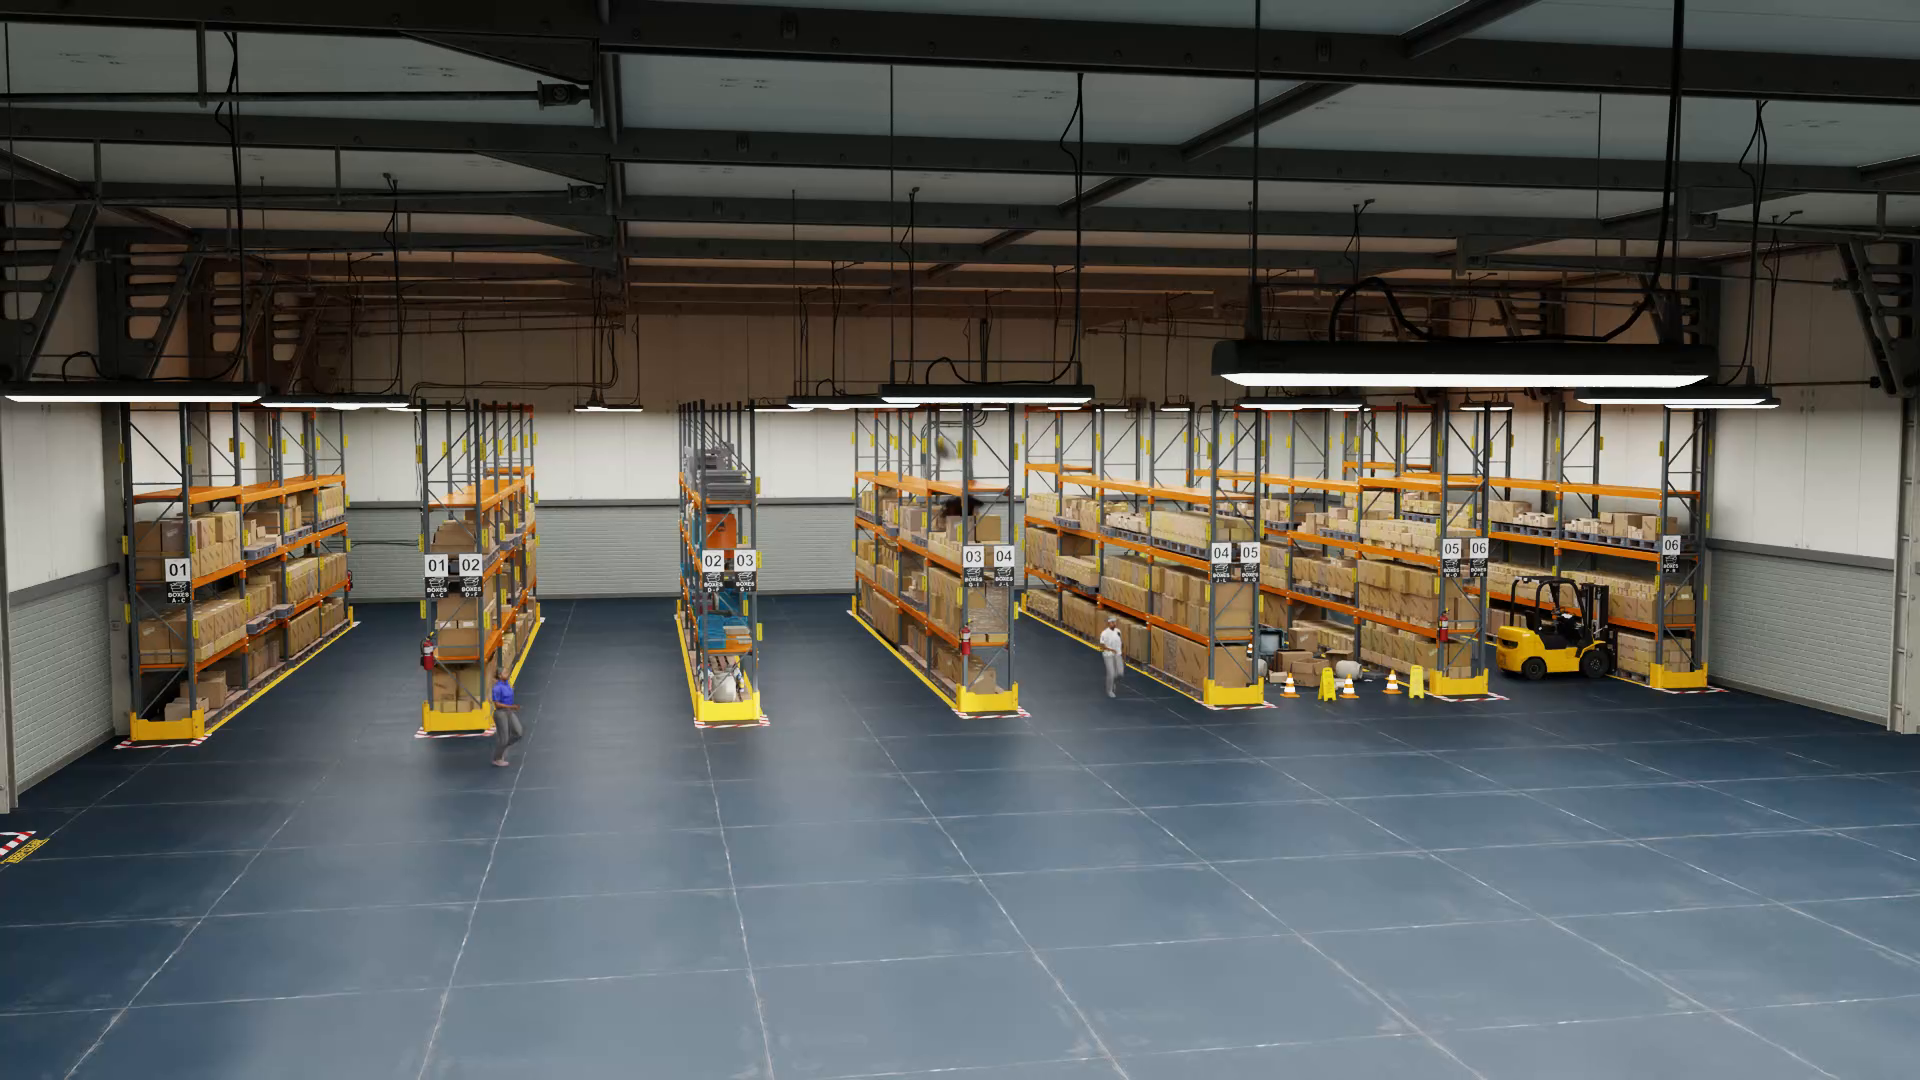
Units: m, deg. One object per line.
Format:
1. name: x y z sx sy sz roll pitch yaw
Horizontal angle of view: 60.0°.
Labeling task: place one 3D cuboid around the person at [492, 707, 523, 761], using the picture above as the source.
1. person: -7.399 3.150 27.119 0.508 0.910 0.371 1 4 16

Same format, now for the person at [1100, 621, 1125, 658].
1. person: 3.125 1.999 33.706 0.570 0.838 0.514 -2 5 -22
